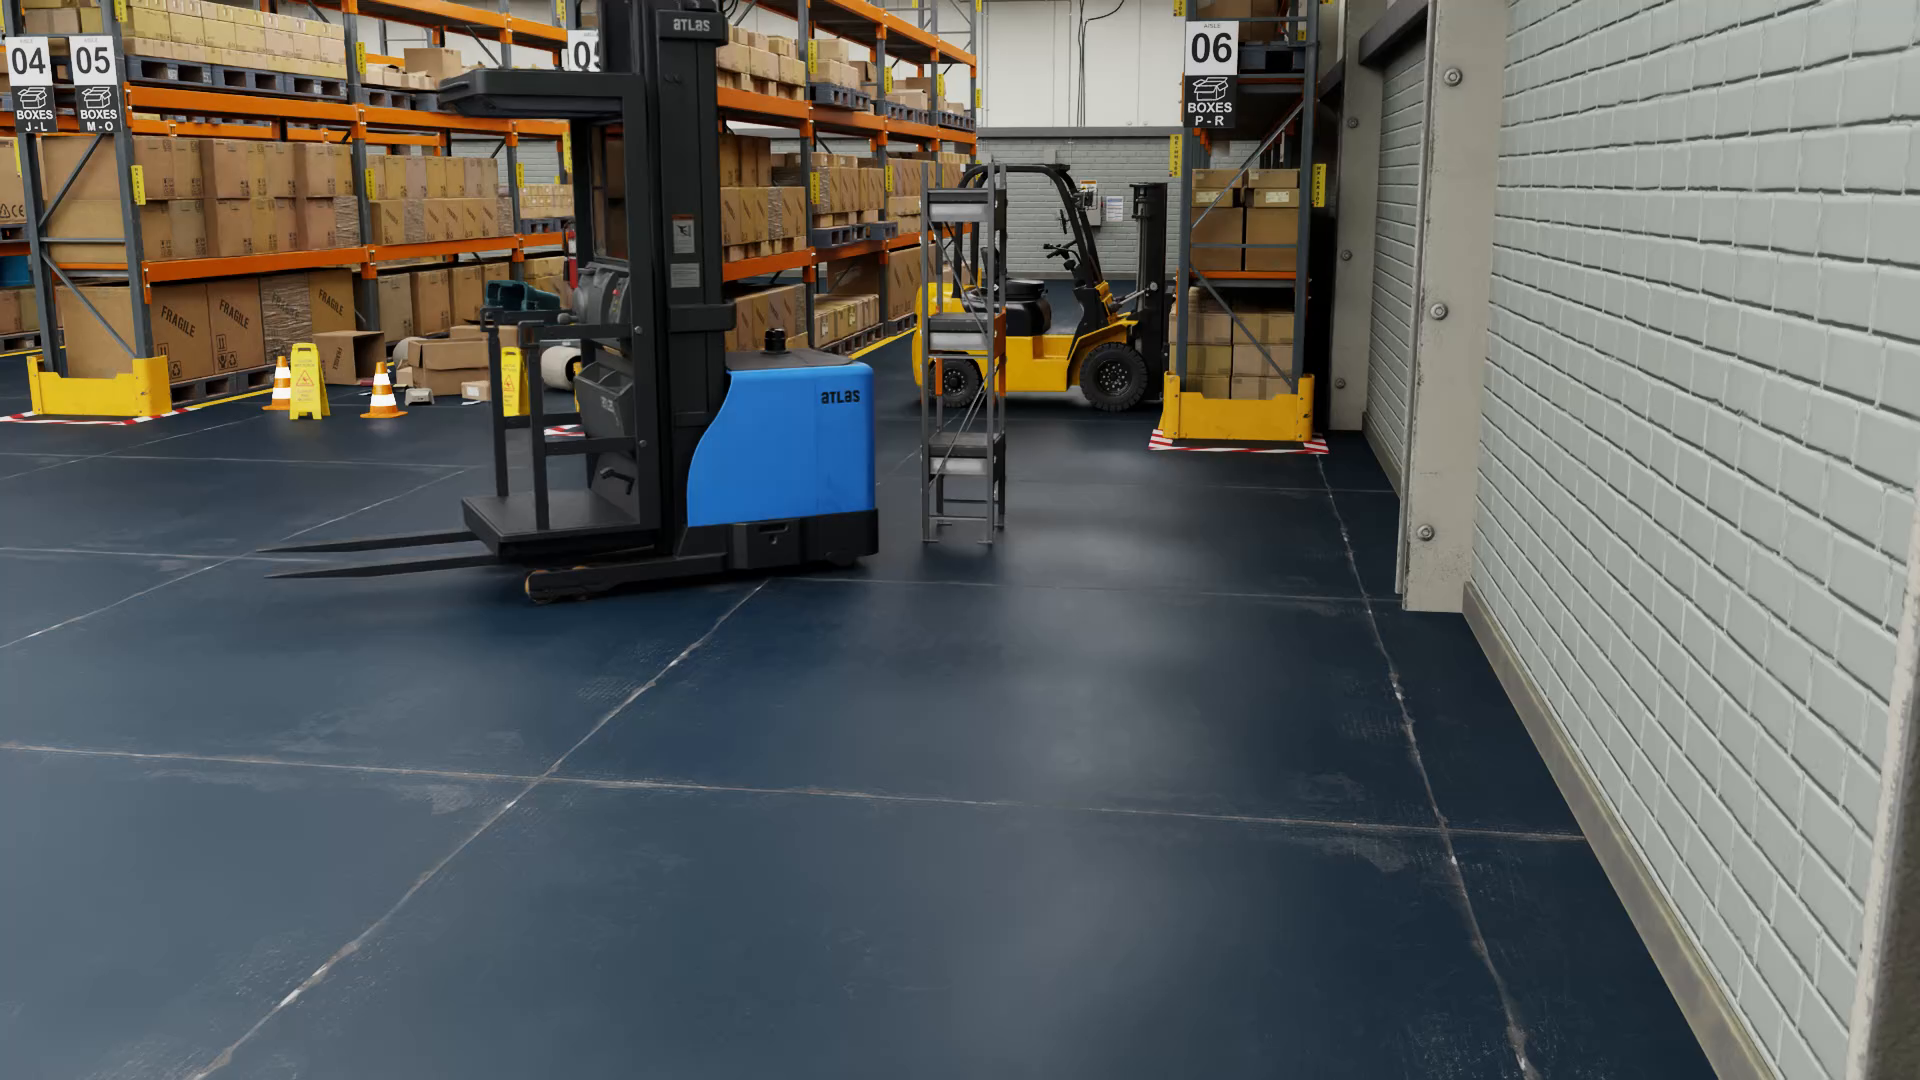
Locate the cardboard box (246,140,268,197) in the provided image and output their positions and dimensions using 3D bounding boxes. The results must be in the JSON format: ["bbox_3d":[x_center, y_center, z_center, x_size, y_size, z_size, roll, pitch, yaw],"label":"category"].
[{"bbox_3d":[-7.326,-3.621,16.256,0.875,0.550,0.500,2,12,9],"label":"cardboard box"}]

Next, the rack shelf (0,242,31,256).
[{"bbox_3d":[-11.551,-3.679,21.151,1.077,0.370,4.000,2,12,9],"label":"rack shelf"}]

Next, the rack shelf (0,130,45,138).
[{"bbox_3d":[-15.830,-6.138,25.443,1.077,0.370,4.000,2,12,9],"label":"rack shelf"}]

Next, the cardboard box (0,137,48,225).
[{"bbox_3d":[-11.598,-4.274,19.782,1.000,1.000,1.000,2,12,9],"label":"cardboard box"}]

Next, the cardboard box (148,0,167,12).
[{"bbox_3d":[-7.183,-4.698,14.524,0.380,0.149,0.250,2,12,9],"label":"cardboard box"}]

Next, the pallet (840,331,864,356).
[{"bbox_3d":[-1.763,-2.347,19.881,1.003,0.211,1.213,2,12,9],"label":"pallet"}]

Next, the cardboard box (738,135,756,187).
[{"bbox_3d":[-2.448,-3.786,16.624,0.700,0.500,0.500,2,12,9],"label":"cardboard box"}]

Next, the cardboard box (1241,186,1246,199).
[{"bbox_3d":[3.387,-3.937,18.865,0.380,0.149,0.250,2,12,10],"label":"cardboard box"}]

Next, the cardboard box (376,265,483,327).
[{"bbox_3d":[-6.671,-3.065,20.937,1.050,0.750,0.750,2,12,10],"label":"cardboard box"}]

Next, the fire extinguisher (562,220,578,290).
[{"bbox_3d":[-3.154,-2.414,13.757,0.296,0.674,0.183,2,12,9],"label":"fire extinguisher"}]

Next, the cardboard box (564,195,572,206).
[{"bbox_3d":[-5.851,-4.911,24.057,0.380,0.149,0.250,2,12,11],"label":"cardboard box"}]

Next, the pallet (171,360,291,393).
[{"bbox_3d":[-7.352,-1.659,16.689,1.003,0.211,1.213,2,12,9],"label":"pallet"}]

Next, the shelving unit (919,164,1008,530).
[{"bbox_3d":[0.026,-1.061,9.434,0.431,2.100,0.499,2,12,9],"label":"shelving unit"}]

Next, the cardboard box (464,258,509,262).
[{"bbox_3d":[-6.512,-3.766,23.004,0.500,0.250,0.500,2,12,7],"label":"cardboard box"}]

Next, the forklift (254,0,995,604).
[{"bbox_3d":[-1.640,-1.285,8.499,3.810,2.935,1.130,-6,13,-25],"label":"forklift"}]

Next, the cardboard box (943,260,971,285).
[{"bbox_3d":[-0.223,-4.603,28.818,0.875,0.438,0.875,1,12,7],"label":"cardboard box"}]

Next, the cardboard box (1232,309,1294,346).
[{"bbox_3d":[2.485,-1.744,13.623,0.500,0.250,0.500,2,12,8],"label":"cardboard box"}]

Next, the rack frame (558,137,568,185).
[{"bbox_3d":[-5.743,-5.098,26.027,1.000,3.000,0.127,2,12,9],"label":"rack frame"}]

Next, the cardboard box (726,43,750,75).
[{"bbox_3d":[-2.199,-4.308,14.892,0.500,0.250,0.500,2,12,10],"label":"cardboard box"}]

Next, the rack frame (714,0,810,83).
[{"bbox_3d":[-2.066,-6.226,17.021,1.000,3.000,0.127,2,12,9],"label":"rack frame"}]

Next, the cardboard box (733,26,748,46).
[{"bbox_3d":[-2.126,-4.520,14.932,0.380,0.149,0.250,2,12,10],"label":"cardboard box"}]

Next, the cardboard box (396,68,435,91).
[{"bbox_3d":[-6.476,-5.470,19.719,0.396,0.266,0.258,2,12,9],"label":"cardboard box"}]

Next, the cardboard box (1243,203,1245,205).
[{"bbox_3d":[2.888,-2.870,15.452,0.500,0.500,0.500,2,12,7],"label":"cardboard box"}]

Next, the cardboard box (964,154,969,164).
[{"bbox_3d":[-0.050,-6.454,28.173,0.380,0.149,0.250,2,12,8],"label":"cardboard box"}]

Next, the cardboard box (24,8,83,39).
[{"bbox_3d":[-7.789,-4.503,14.565,0.500,0.250,0.500,2,12,9],"label":"cardboard box"}]

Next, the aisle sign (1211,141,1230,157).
[{"bbox_3d":[4.405,-6.925,28.338,0.394,0.787,0.004,2,12,9],"label":"aisle sign"}]

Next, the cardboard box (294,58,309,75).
[{"bbox_3d":[-6.829,-4.784,16.816,0.380,0.149,0.250,2,12,9],"label":"cardboard box"}]

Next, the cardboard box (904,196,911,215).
[{"bbox_3d":[-0.960,-4.605,22.911,0.500,0.250,0.500,2,12,8],"label":"cardboard box"}]

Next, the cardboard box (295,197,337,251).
[{"bbox_3d":[-7.080,-3.313,17.391,0.875,0.550,0.550,2,12,9],"label":"cardboard box"}]

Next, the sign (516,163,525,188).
[{"bbox_3d":[-5.809,-4.814,21.962,0.100,0.325,0.005,2,12,9],"label":"sign"}]

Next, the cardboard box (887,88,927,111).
[{"bbox_3d":[-0.764,-6.396,24.147,0.500,0.311,0.500,2,12,9],"label":"cardboard box"}]

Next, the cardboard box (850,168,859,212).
[{"bbox_3d":[-1.476,-4.095,19.434,0.500,0.500,0.500,1,12,6],"label":"cardboard box"}]

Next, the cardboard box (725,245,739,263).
[{"bbox_3d":[-2.194,-2.558,14.841,0.380,0.149,0.250,2,12,10],"label":"cardboard box"}]

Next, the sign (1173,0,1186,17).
[{"bbox_3d":[1.690,-4.181,12.741,0.100,0.325,0.005,2,12,9],"label":"sign"}]

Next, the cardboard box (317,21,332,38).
[{"bbox_3d":[-6.753,-5.281,17.226,0.380,0.149,0.250,2,12,8],"label":"cardboard box"}]

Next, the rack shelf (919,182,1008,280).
[{"bbox_3d":[0.025,-1.732,9.287,0.431,0.518,0.480,2,12,9],"label":"rack shelf"}]

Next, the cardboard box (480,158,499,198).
[{"bbox_3d":[-6.437,-4.710,21.616,0.700,0.500,0.500,2,12,8],"label":"cardboard box"}]

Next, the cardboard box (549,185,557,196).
[{"bbox_3d":[-5.933,-4.947,23.514,0.380,0.149,0.250,2,12,11],"label":"cardboard box"}]

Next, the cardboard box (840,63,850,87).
[{"bbox_3d":[-1.503,-5.106,18.303,0.500,0.250,0.500,2,12,8],"label":"cardboard box"}]

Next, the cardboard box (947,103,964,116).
[{"bbox_3d":[-0.201,-7.342,28.441,0.500,0.250,0.500,1,12,3],"label":"cardboard box"}]

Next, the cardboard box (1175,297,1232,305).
[{"bbox_3d":[2.212,-2.073,15.150,0.500,0.250,0.500,2,12,8],"label":"cardboard box"}]

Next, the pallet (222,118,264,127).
[{"bbox_3d":[-11.027,-6.189,24.422,1.003,0.211,1.213,2,12,11],"label":"pallet"}]

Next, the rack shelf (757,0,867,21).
[{"bbox_3d":[-1.759,-6.165,19.056,0.831,0.071,3.687,2,12,9],"label":"rack shelf"}]

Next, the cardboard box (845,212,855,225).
[{"bbox_3d":[-1.441,-3.751,19.377,0.380,0.149,0.250,2,12,11],"label":"cardboard box"}]

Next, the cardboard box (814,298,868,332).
[{"bbox_3d":[-1.653,-2.775,20.492,0.950,0.372,0.625,2,12,8],"label":"cardboard box"}]

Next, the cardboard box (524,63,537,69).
[{"bbox_3d":[-5.944,-6.337,22.604,0.396,0.266,0.258,2,12,9],"label":"cardboard box"}]

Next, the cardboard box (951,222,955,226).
[{"bbox_3d":[-0.341,-5.304,26.749,0.500,0.500,0.500,2,12,9],"label":"cardboard box"}]

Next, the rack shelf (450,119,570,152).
[{"bbox_3d":[-6.050,-5.796,23.855,1.077,0.370,4.000,2,12,9],"label":"rack shelf"}]

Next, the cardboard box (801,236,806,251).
[{"bbox_3d":[-1.814,-3.093,17.324,0.380,0.149,0.250,2,12,8],"label":"cardboard box"}]

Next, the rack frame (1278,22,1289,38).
[{"bbox_3d":[2.836,-6.066,16.279,0.949,2.616,0.053,2,12,9],"label":"rack frame"}]

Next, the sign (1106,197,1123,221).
[{"bbox_3d":[3.197,-6.848,34.374,0.329,0.494,0.001,2,12,9],"label":"sign"}]

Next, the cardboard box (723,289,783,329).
[{"bbox_3d":[-2.046,-2.177,16.223,0.500,0.500,0.500,3,12,12],"label":"cardboard box"}]

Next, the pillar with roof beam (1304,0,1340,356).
[{"bbox_3d":[-0.109,-6.737,19.395,9.100,9.000,0.400,2,12,9],"label":"pillar with roof beam"}]

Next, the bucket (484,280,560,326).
[{"bbox_3d":[-4.716,-2.472,18.007,0.726,0.611,0.620,7,4,28],"label":"bucket"}]

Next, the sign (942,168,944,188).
[{"bbox_3d":[-0.298,-5.470,25.195,0.100,0.325,0.005,2,12,9],"label":"sign"}]

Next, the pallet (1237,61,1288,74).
[{"bbox_3d":[2.543,-4.124,14.601,1.003,0.211,1.213,2,12,9],"label":"pallet"}]
